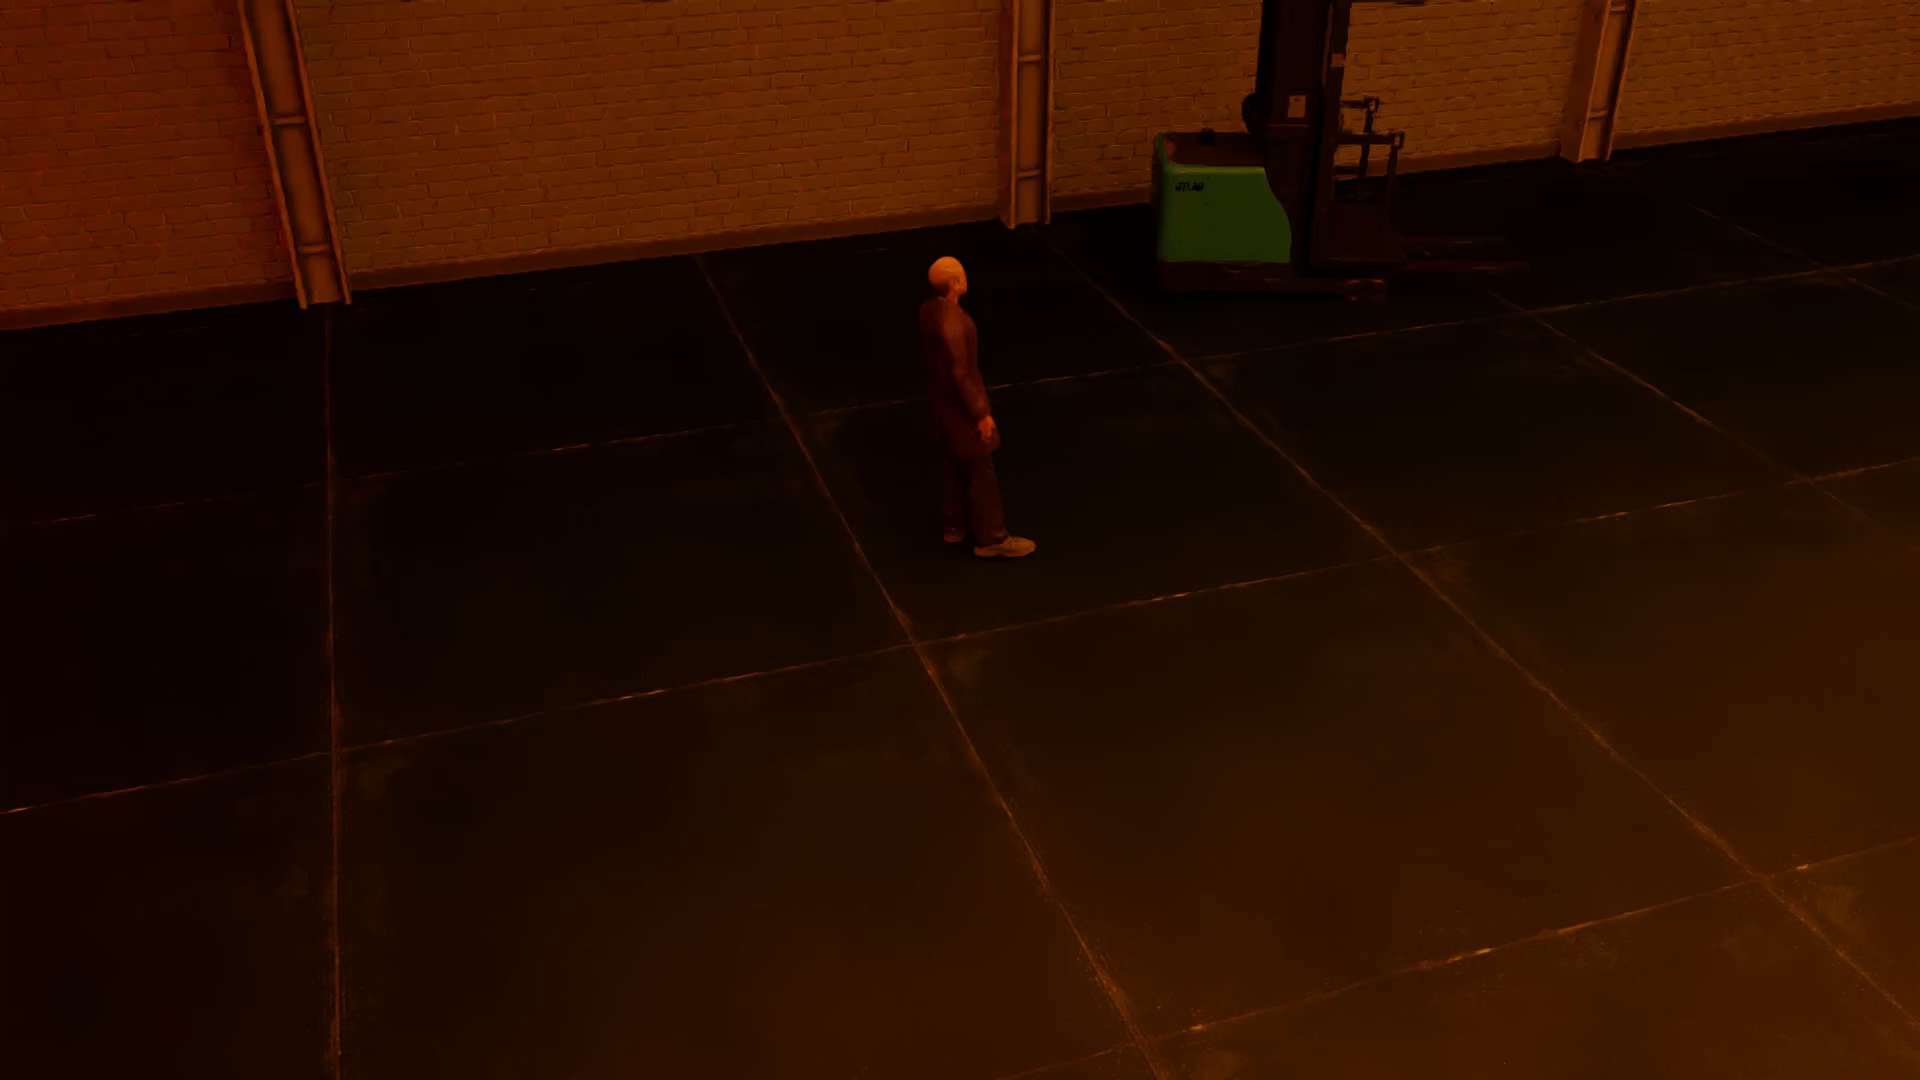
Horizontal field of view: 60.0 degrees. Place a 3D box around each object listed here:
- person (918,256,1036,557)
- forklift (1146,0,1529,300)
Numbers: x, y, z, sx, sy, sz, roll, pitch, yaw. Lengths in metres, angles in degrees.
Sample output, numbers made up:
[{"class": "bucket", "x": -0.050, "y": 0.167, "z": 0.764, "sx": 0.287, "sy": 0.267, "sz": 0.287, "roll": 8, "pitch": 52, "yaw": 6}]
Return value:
[{"class": "person", "x": 0.088, "y": -0.789, "z": 9.600, "sx": 0.580, "sy": 1.776, "sz": 0.694, "roll": -10, "pitch": 31, "yaw": -16}, {"class": "forklift", "x": 3.089, "y": -3.468, "z": 13.115, "sx": 3.031, "sy": 2.935, "sz": 1.130, "roll": 1, "pitch": 30, "yaw": 1}]
